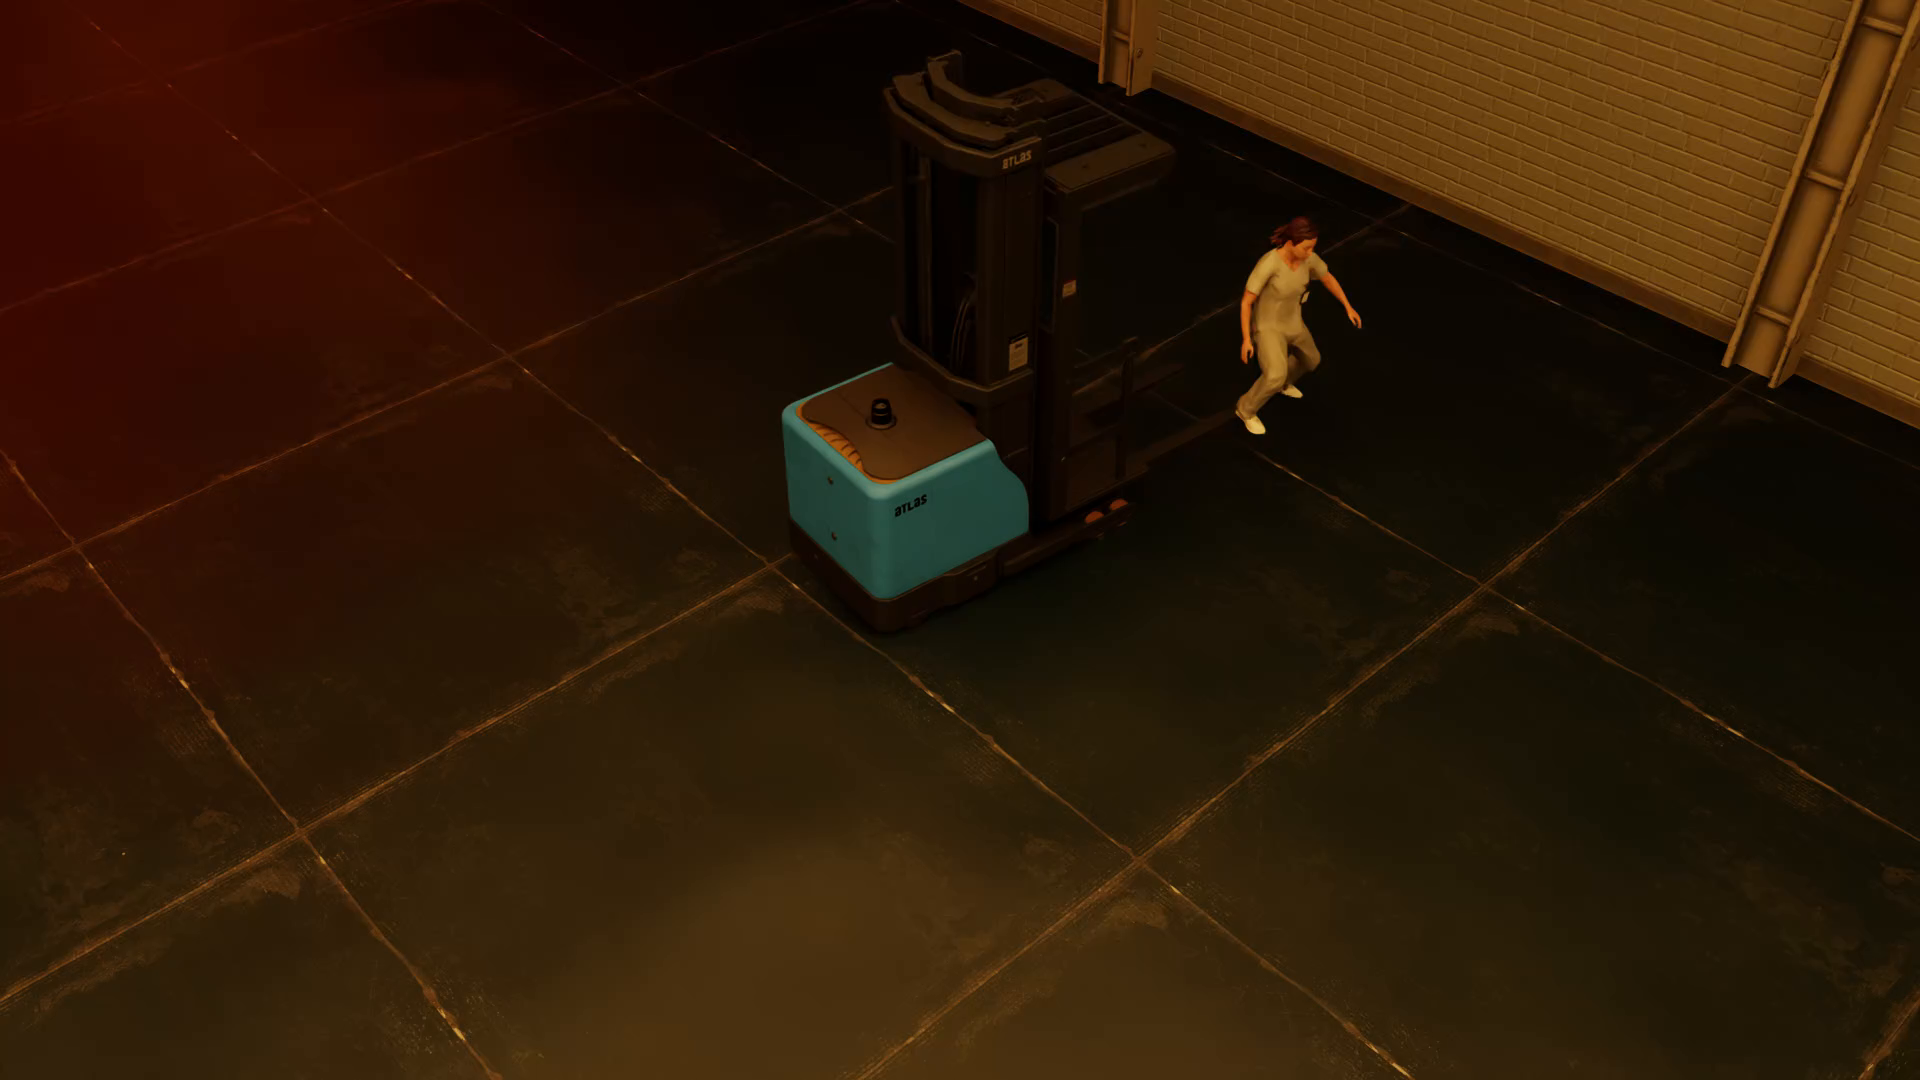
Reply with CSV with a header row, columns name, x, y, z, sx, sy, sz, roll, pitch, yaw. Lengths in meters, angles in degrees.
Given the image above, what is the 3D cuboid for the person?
name,x,y,z,sx,sy,sz,roll,pitch,yaw
person,2.084,-1.351,10.590,0.879,1.526,0.752,-21,45,-22

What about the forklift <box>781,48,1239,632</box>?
name,x,y,z,sx,sy,sz,roll,pitch,yaw
forklift,0.457,-1.371,9.498,3.031,2.935,1.130,-26,47,-27
